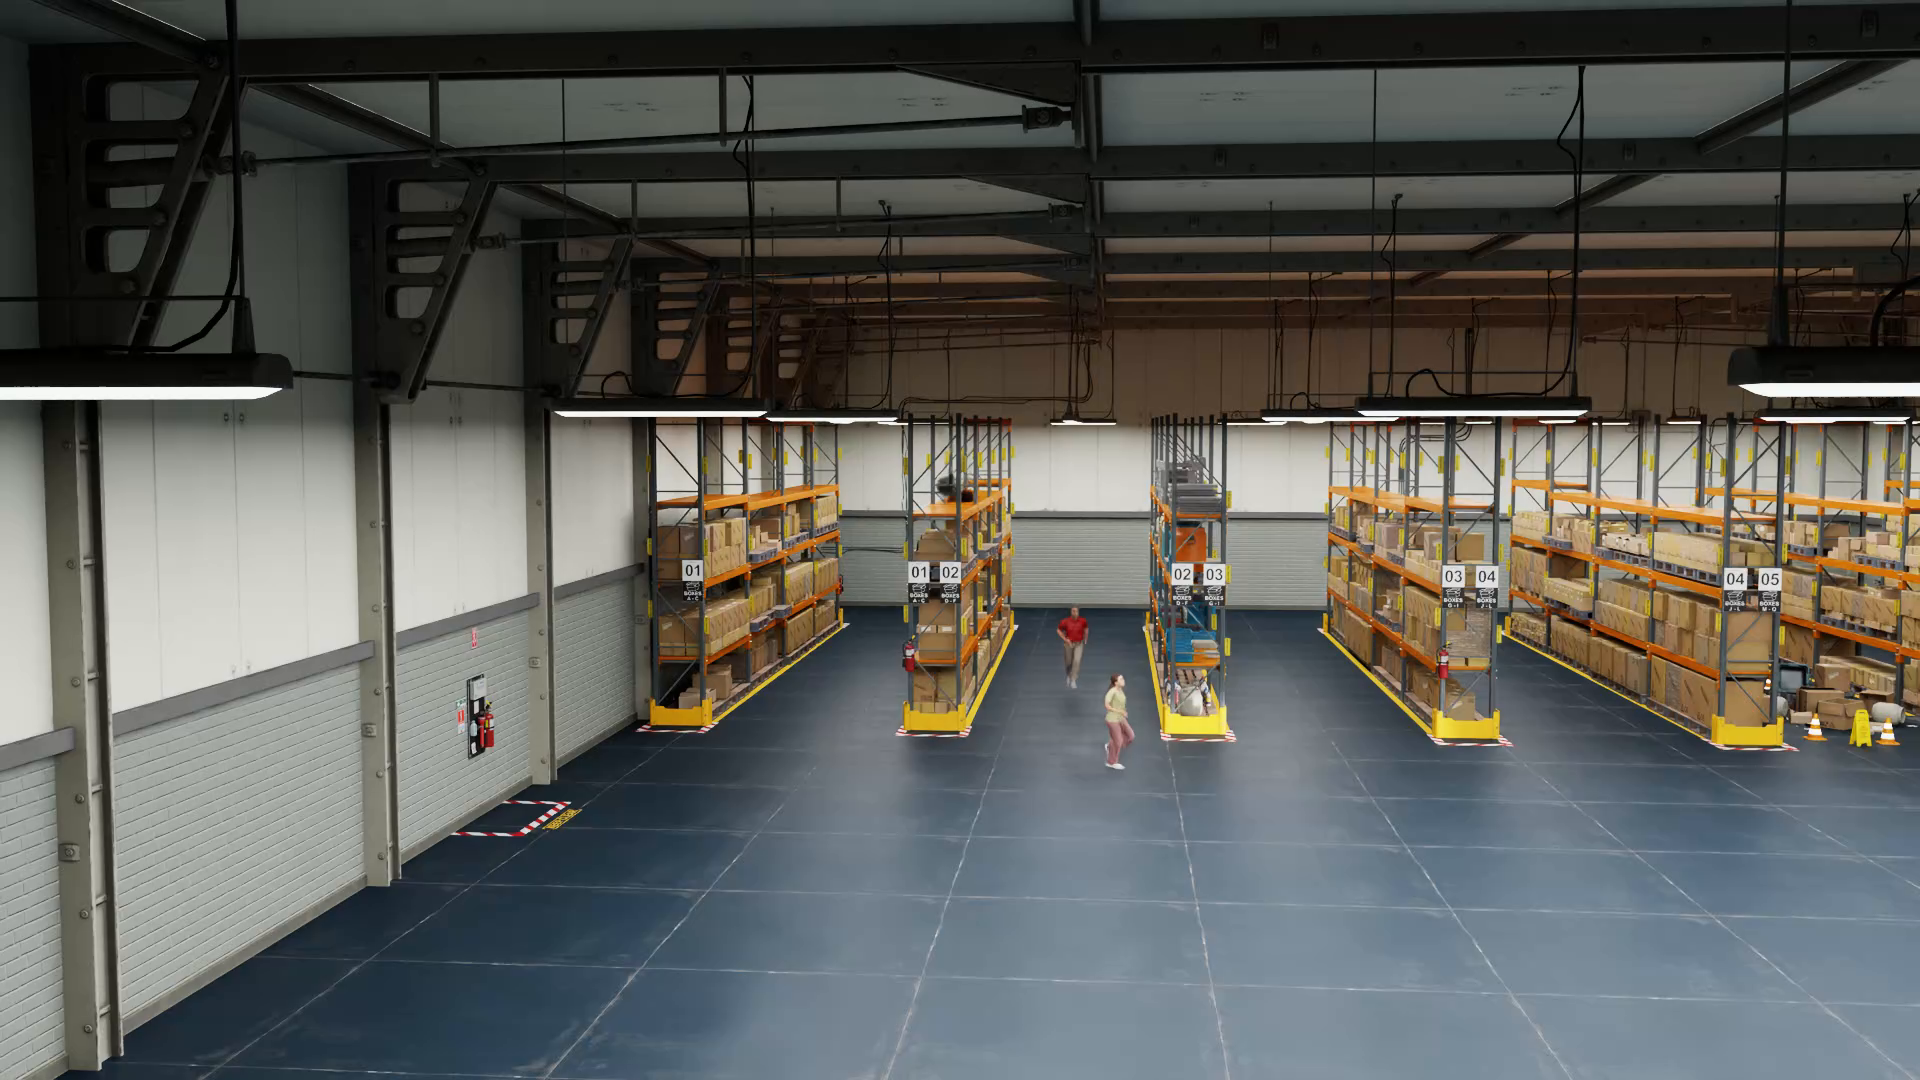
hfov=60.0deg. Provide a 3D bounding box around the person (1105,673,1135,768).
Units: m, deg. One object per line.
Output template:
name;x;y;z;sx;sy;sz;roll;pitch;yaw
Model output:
person;2.637;3.039;27.899;0.523;1.615;0.588;3;5;34

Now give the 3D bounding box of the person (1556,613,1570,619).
person;16.940;1.762;46.513;0.713;1.661;0.549;-3;5;-37

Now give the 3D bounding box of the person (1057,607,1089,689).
person;2.404;2.264;35.225;0.686;1.730;0.862;0;4;-5
